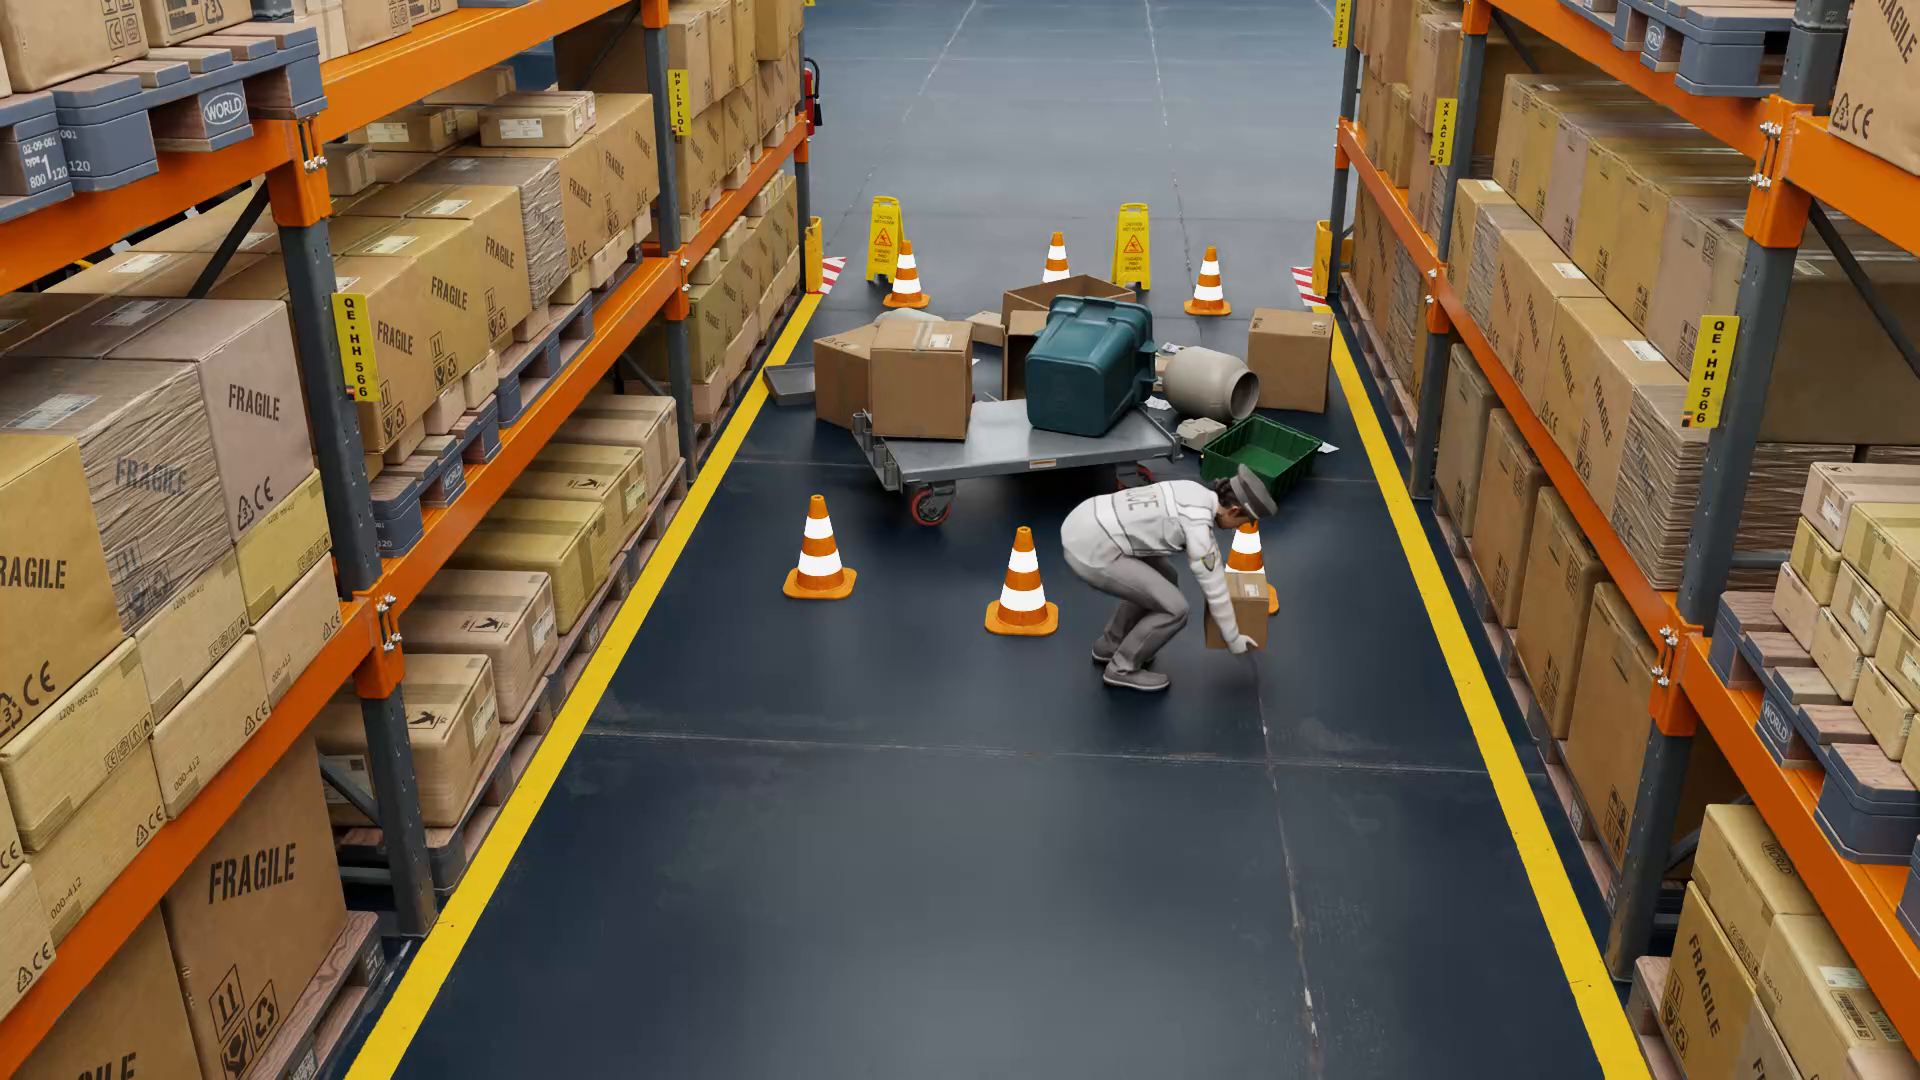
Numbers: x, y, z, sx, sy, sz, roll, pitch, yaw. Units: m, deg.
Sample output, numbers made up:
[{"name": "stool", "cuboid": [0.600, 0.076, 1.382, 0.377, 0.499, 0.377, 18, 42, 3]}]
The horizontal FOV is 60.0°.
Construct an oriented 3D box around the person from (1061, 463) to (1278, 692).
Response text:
[{"name": "person", "cuboid": [0.882, 0.143, 7.118, 0.908, 0.981, 0.462, 1, 25, 2]}]
